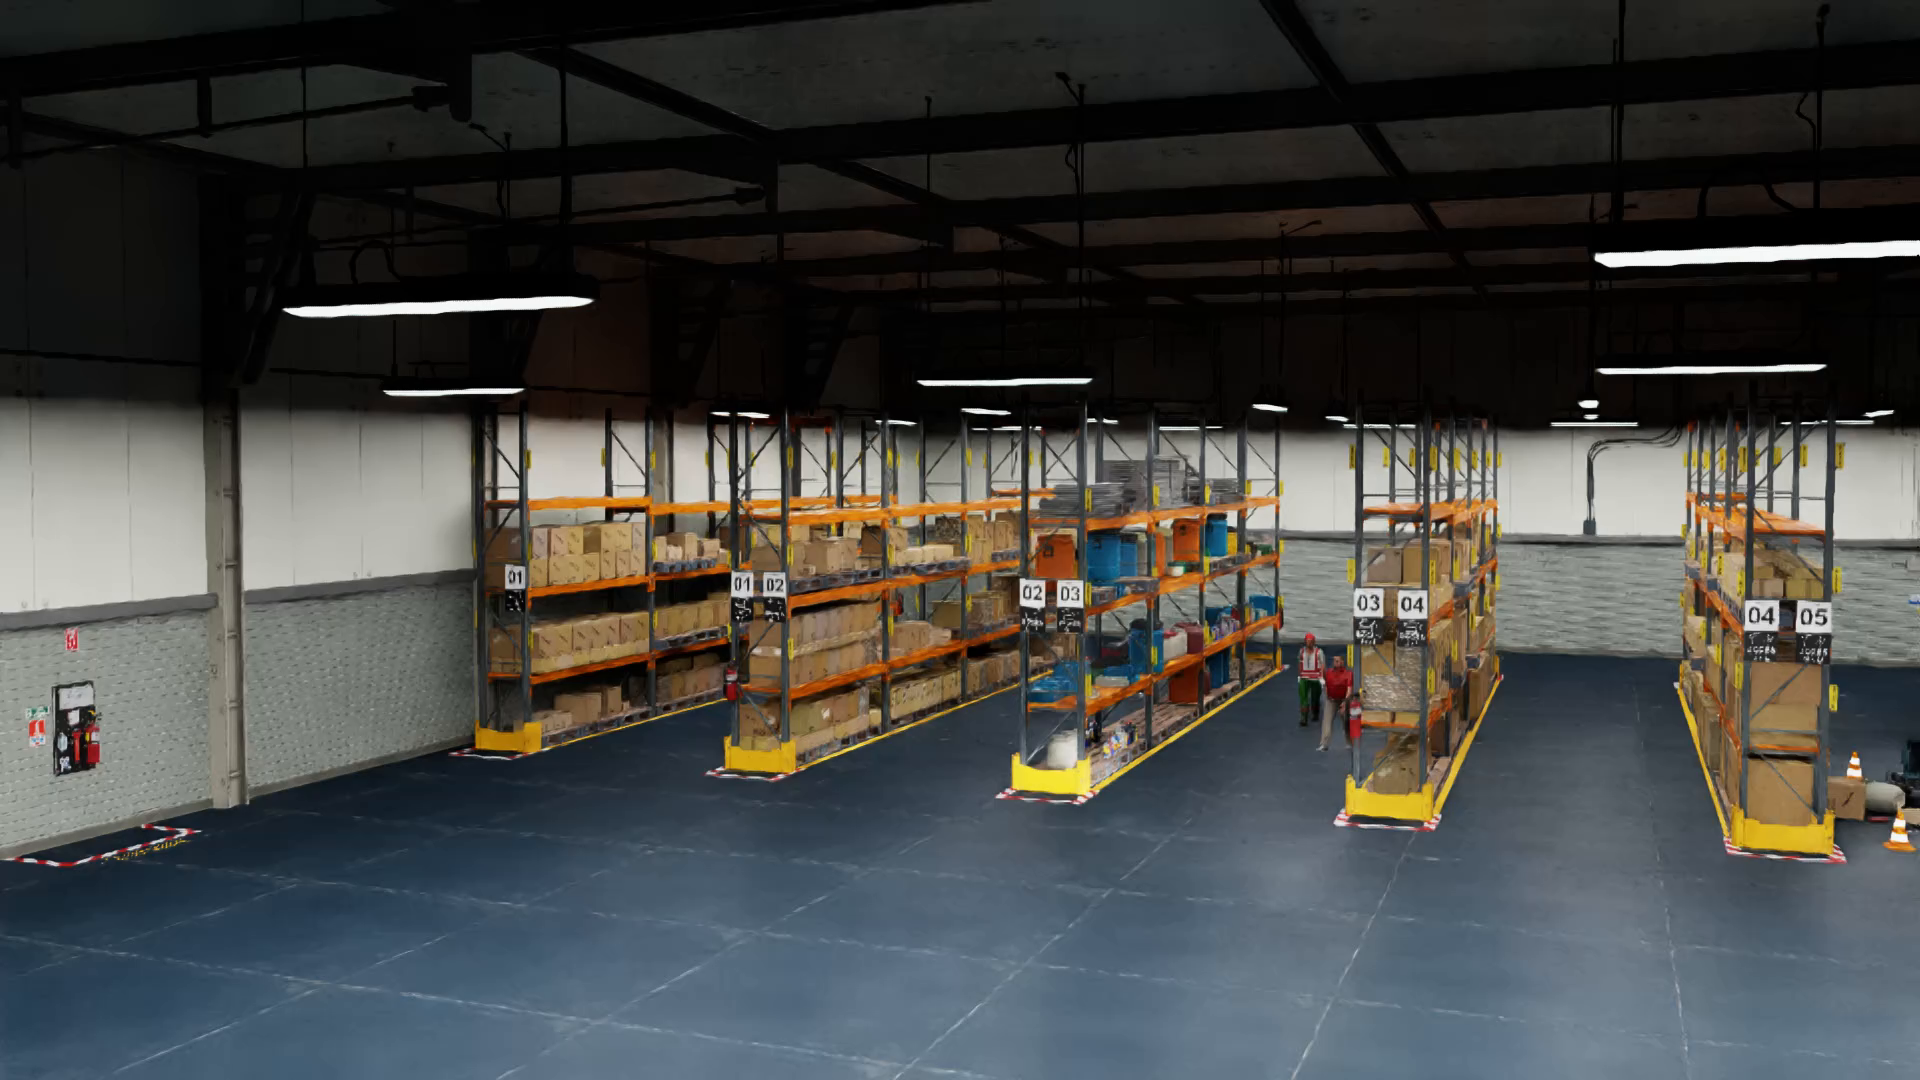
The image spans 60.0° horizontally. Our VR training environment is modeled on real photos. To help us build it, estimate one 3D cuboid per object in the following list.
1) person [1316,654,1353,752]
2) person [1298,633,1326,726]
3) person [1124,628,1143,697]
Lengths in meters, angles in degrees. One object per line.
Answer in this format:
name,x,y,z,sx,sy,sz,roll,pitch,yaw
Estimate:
person,6.449,2.773,28.355,0.535,1.657,1.012,2,3,30
person,6.614,2.609,31.331,0.565,1.736,1.045,1,3,20
person,3.668,2.538,34.957,0.566,1.541,0.519,1,3,19
